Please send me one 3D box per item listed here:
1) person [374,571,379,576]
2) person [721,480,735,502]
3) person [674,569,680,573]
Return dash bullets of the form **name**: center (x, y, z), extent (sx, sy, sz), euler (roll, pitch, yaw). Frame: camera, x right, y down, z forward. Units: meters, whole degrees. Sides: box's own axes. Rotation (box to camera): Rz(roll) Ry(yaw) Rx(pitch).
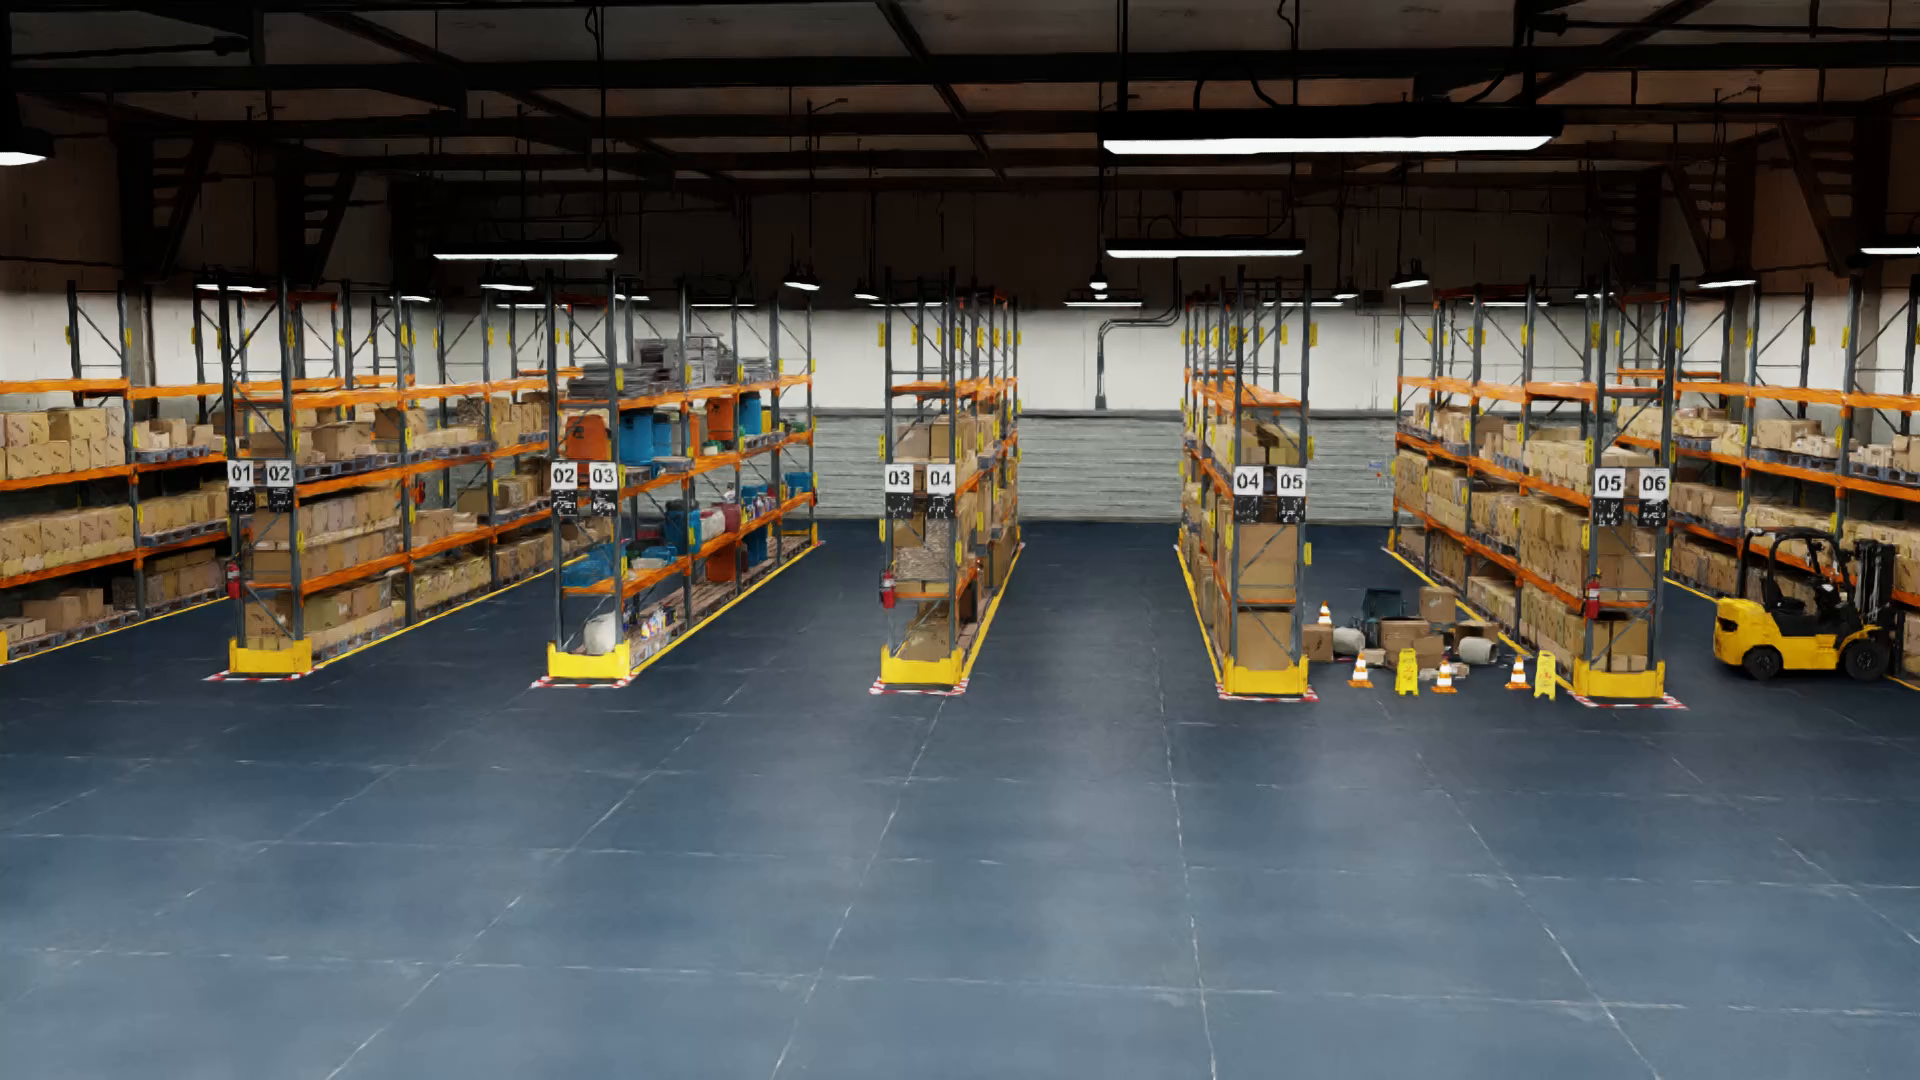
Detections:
- **person**: center (-12.321, 0.032, 34.384), extent (0.463, 1.596, 0.989), euler (0, 7, 4)
- **person**: center (-5.391, -0.580, 39.053), extent (0.550, 1.664, 0.573), euler (4, 8, 27)
- **person**: center (-5.867, -0.062, 35.224), extent (0.625, 1.611, 0.582), euler (0, 7, 3)
